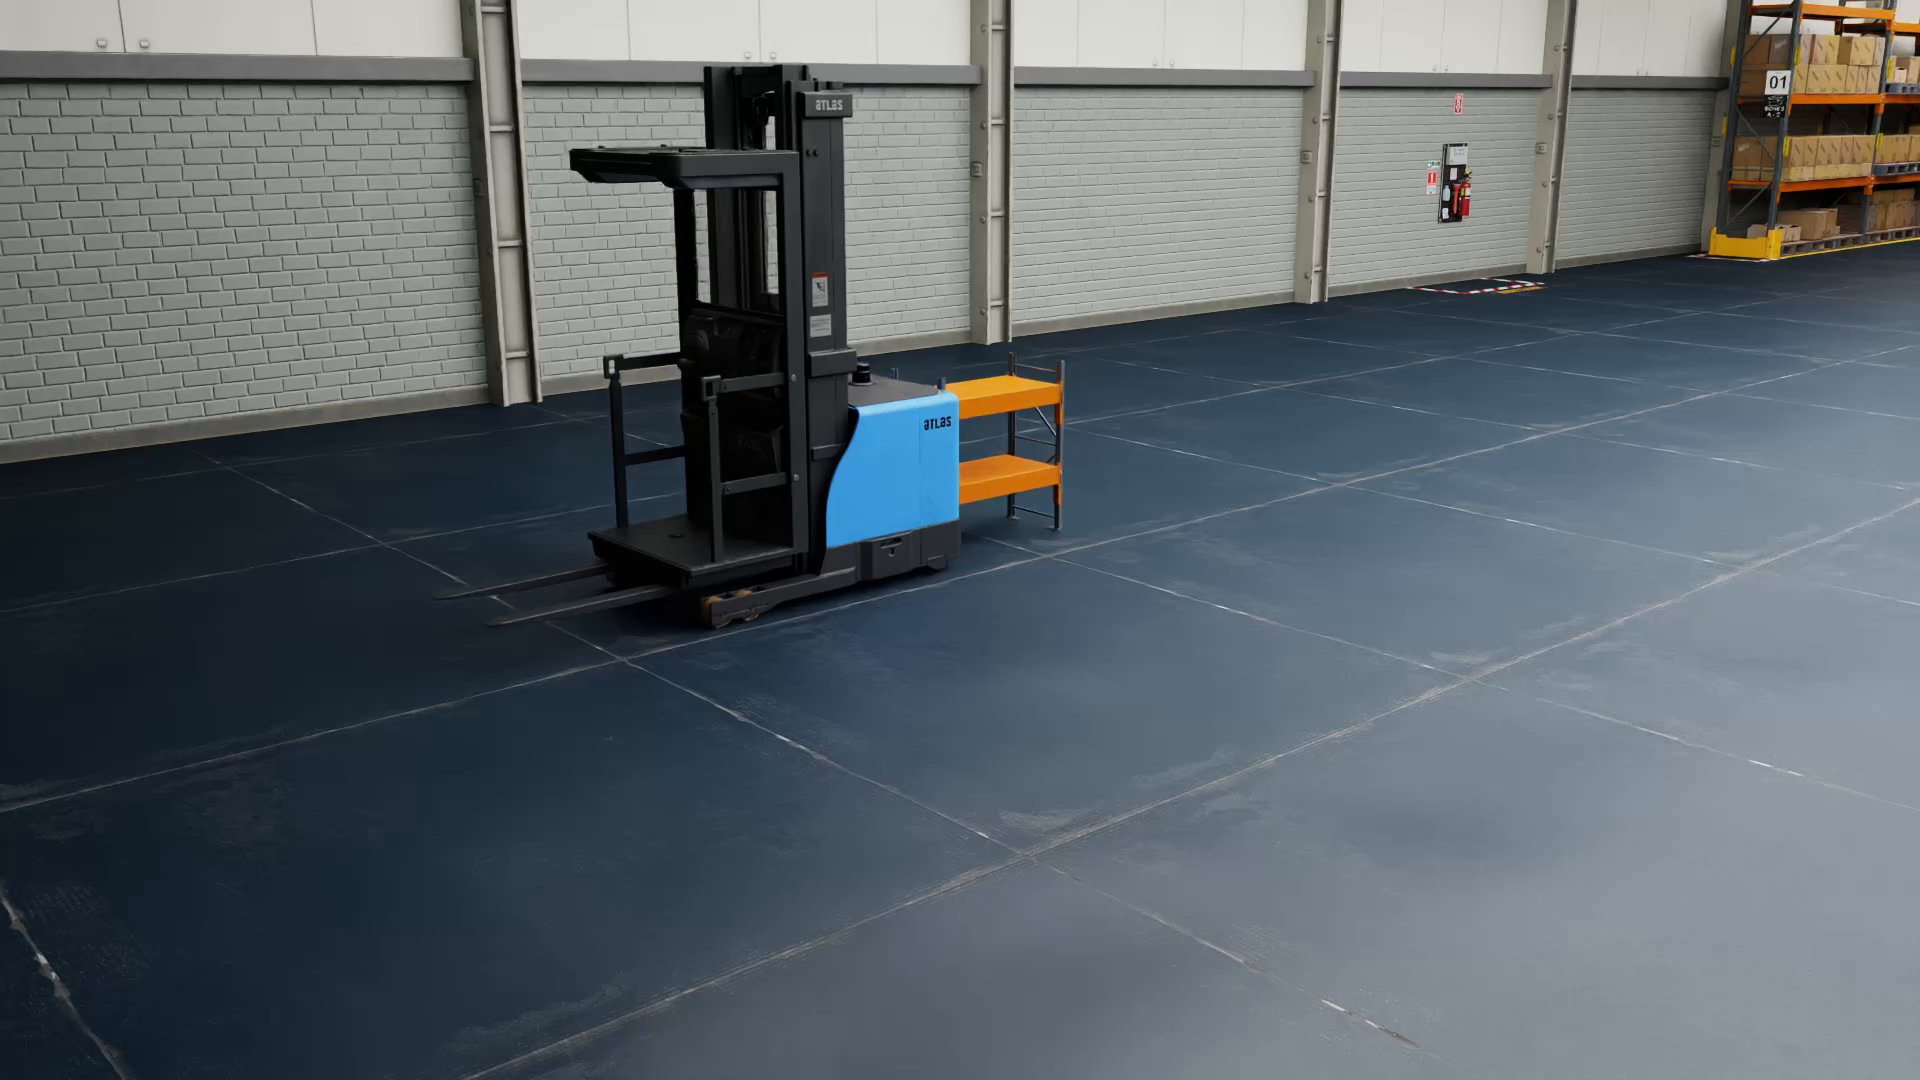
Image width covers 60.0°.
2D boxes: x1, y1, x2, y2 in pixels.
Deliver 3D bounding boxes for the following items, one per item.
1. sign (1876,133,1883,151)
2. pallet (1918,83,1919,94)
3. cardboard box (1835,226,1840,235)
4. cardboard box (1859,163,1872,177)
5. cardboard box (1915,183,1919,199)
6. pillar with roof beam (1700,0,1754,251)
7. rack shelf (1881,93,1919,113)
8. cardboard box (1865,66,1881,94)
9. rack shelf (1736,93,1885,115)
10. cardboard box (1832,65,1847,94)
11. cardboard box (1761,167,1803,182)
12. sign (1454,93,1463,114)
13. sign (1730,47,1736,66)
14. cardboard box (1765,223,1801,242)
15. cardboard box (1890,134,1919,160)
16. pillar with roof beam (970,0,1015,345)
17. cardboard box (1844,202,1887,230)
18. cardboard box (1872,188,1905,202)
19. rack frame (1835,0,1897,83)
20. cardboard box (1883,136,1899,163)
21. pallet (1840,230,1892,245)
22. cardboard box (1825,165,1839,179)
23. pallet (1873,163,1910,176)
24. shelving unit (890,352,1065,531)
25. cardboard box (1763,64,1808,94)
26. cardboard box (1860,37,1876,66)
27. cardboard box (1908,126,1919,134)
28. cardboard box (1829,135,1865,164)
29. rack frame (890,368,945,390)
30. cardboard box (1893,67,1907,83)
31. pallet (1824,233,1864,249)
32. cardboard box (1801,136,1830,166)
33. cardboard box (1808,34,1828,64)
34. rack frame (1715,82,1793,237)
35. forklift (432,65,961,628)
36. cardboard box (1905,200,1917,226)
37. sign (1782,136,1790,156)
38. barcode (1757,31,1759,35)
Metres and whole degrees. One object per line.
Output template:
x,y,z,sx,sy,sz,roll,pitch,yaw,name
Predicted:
17.357,-7.516,31.397,0.005,0.325,0.100,-13,19,-39,sign
18.311,-8.820,32.511,1.003,0.211,1.213,-13,19,-39,pallet
16.611,-5.949,31.847,0.380,0.166,0.250,13,20,40,cardboard box
16.837,-7.000,31.395,0.500,0.250,0.500,-13,19,-39,cardboard box
20.654,-7.143,35.030,0.750,0.750,0.750,-13,20,-40,cardboard box
16.764,-8.872,26.525,0.400,9.000,9.100,-13,19,-39,pillar with roof beam
18.504,-8.642,32.874,4.000,0.370,1.077,-13,19,-39,rack shelf
16.775,-8.575,30.995,0.500,0.500,0.500,-12,19,-38,cardboard box
15.487,-7.965,30.337,4.000,0.370,1.077,-13,19,-39,rack shelf
15.602,-8.307,29.992,0.500,0.500,0.500,-11,19,-36,cardboard box
14.554,-6.482,29.458,0.500,0.250,0.500,-13,20,-41,cardboard box
7.451,-6.522,24.861,0.199,0.298,0.001,-13,19,-39,sign
13.629,-8.513,29.279,0.005,0.325,0.100,-13,19,-39,sign
14.989,-5.634,30.388,0.500,0.311,0.500,-11,18,-35,cardboard box
19.261,-7.959,33.687,0.700,0.500,0.500,14,20,42,cardboard box
3.185,-5.822,15.110,0.400,9.000,9.100,-13,19,-39,pillar with roof beam
17.896,-6.432,33.009,0.500,0.500,0.700,-13,20,-40,cardboard box
18.648,-6.942,33.465,0.500,0.250,0.500,-13,20,-40,cardboard box
16.995,-10.100,31.125,0.127,3.000,1.000,-13,19,-39,rack frame
17.828,-7.636,32.477,0.500,0.500,0.700,-10,18,-34,cardboard box
17.582,-5.987,32.754,1.213,0.211,1.003,-13,19,-39,pallet
15.708,-6.743,30.435,0.500,0.250,0.500,-12,19,-39,cardboard box
17.667,-7.210,32.303,1.213,0.211,1.003,-13,19,-39,pallet
0.117,-0.570,10.705,1.048,1.125,0.538,-13,20,-40,shelving unit
14.394,-8.039,28.990,0.500,0.500,0.500,-12,19,-38,cardboard box
16.387,-8.959,30.495,0.500,0.500,0.500,-11,19,-36,cardboard box
19.539,-8.332,33.827,0.380,0.149,0.250,12,19,38,cardboard box
16.469,-7.275,30.974,0.500,0.500,0.500,-13,20,-40,cardboard box
-0.264,-0.483,10.380,0.032,1.125,0.500,-13,20,-40,rack frame
17.925,-8.992,32.149,0.500,0.311,0.500,-12,19,-38,cardboard box
16.512,-5.734,31.808,1.213,0.211,1.003,-13,19,-39,pallet
15.309,-7.014,29.996,0.500,0.500,0.500,-13,20,-41,cardboard box
14.839,-8.608,29.180,0.500,0.500,0.500,-13,20,-40,cardboard box
13.978,-6.524,29.363,0.127,3.000,1.000,-13,19,-39,rack frame
-1.431,-1.094,9.168,3.031,2.935,1.130,-13,20,-40,forklift
19.039,-6.688,33.966,0.500,0.500,0.700,-13,20,-39,cardboard box
14.334,-6.837,28.856,0.005,0.325,0.100,-13,19,-39,sign
14.185,-9.012,29.571,0.075,0.075,0.001,-13,19,-39,barcode
